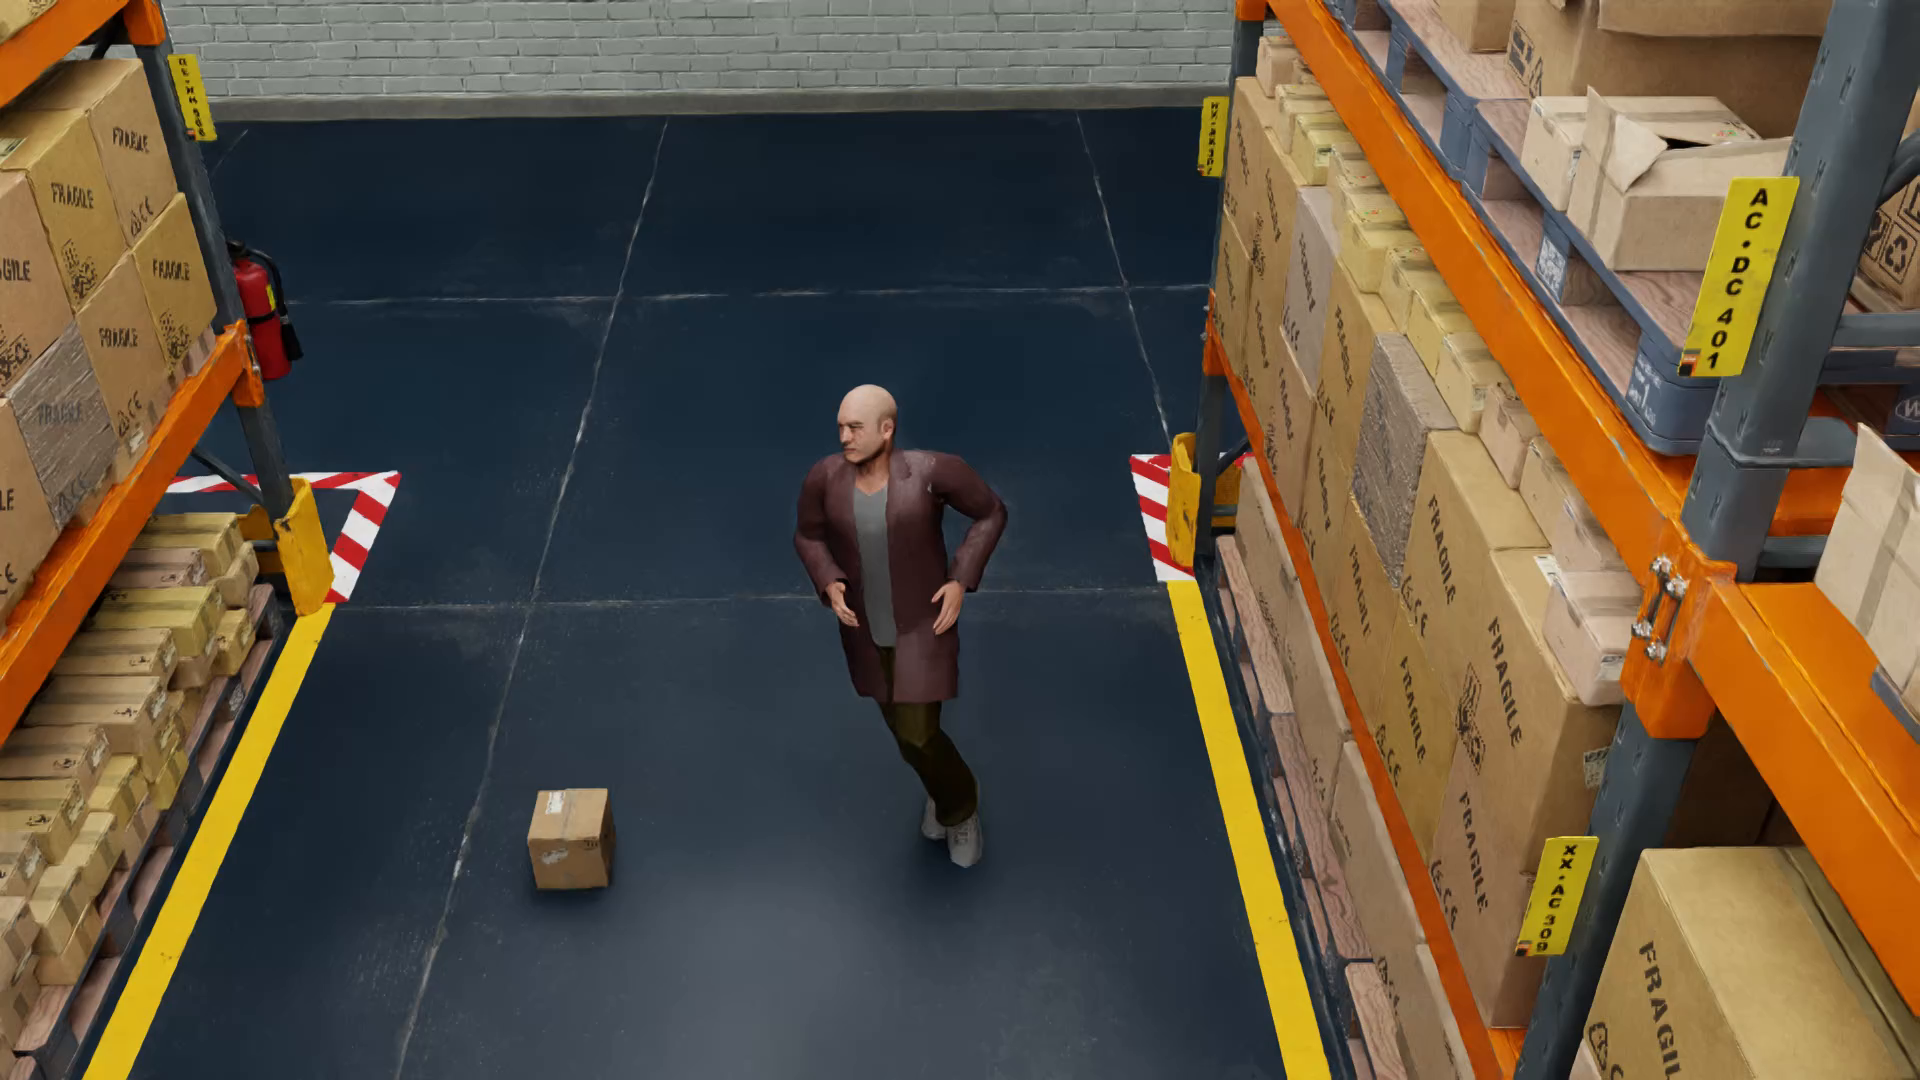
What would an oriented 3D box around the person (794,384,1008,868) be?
[{"bbox_3d":[-0.231,0.315,5.769,0.748,1.790,0.582,12,37,17],"label":"person"}]
